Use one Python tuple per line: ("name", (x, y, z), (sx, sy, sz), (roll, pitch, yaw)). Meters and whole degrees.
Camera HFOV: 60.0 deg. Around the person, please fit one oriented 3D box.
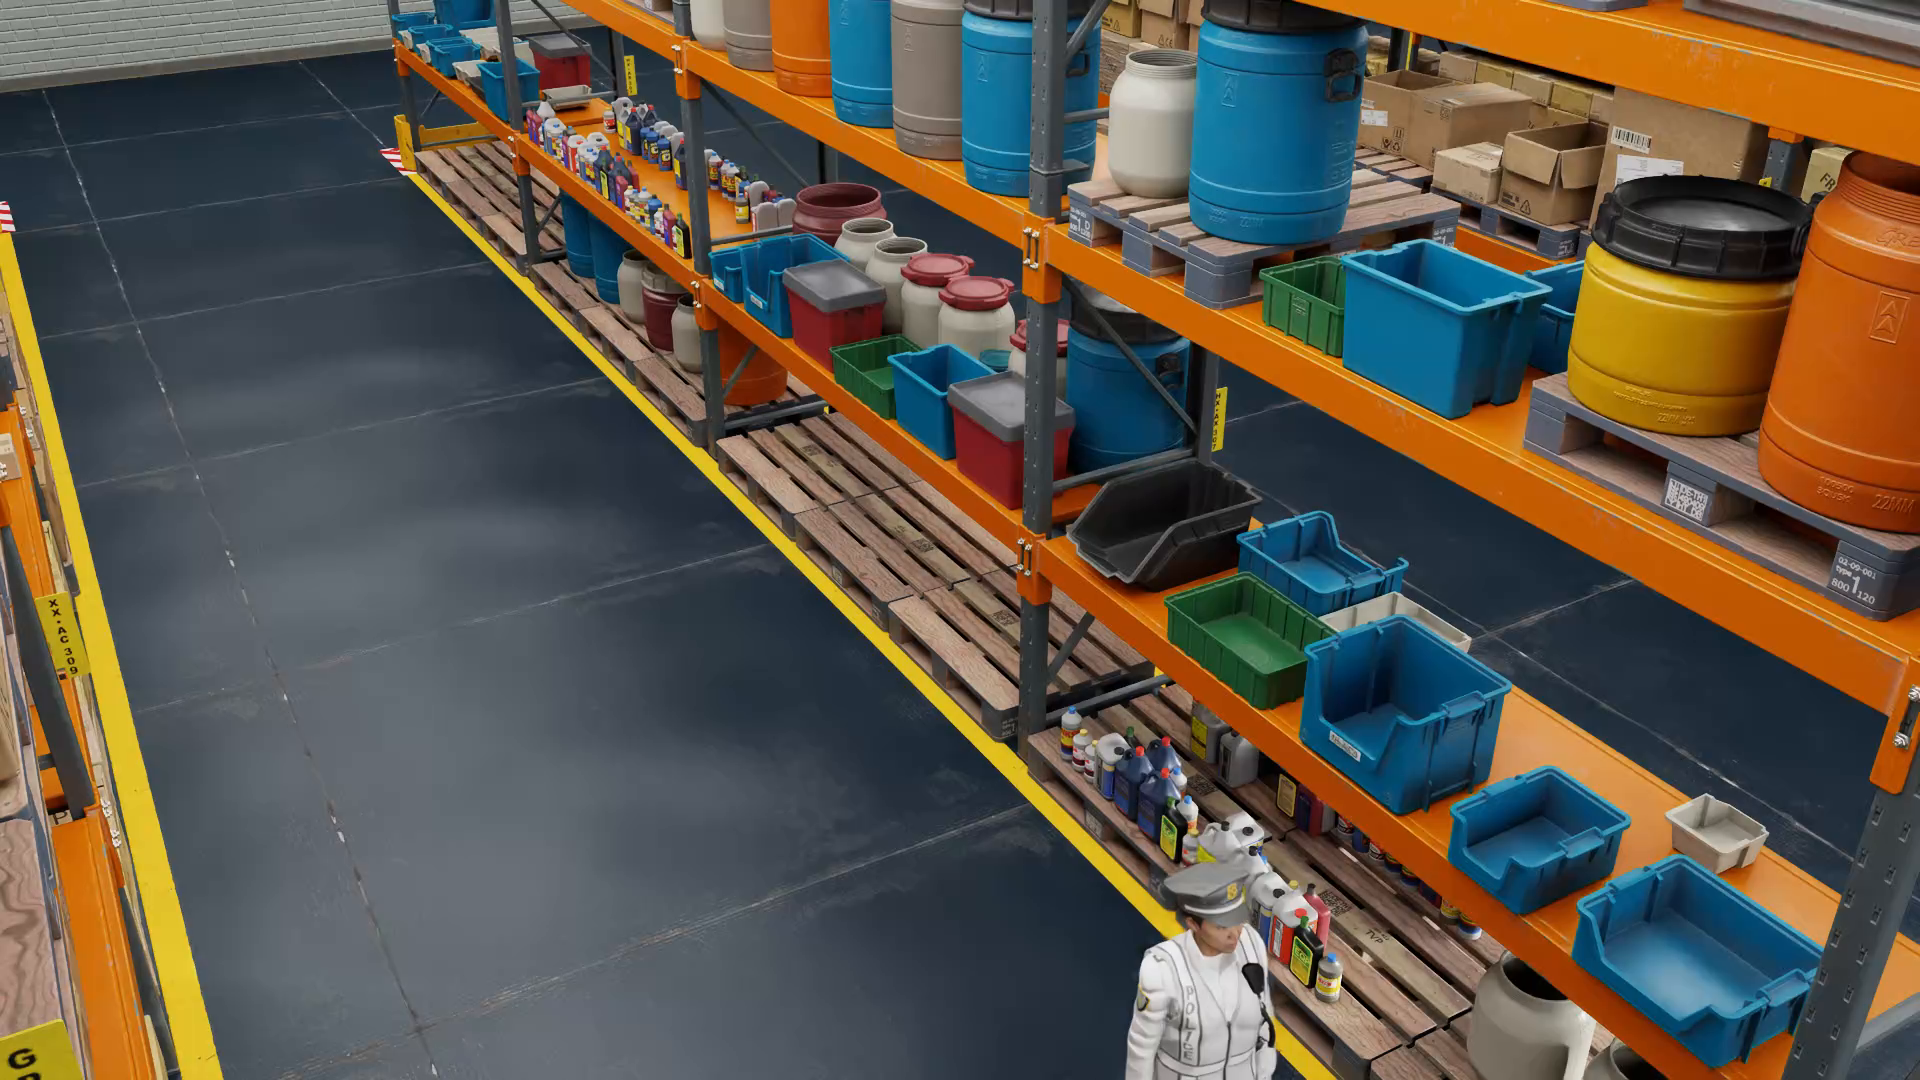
("person", (0.800, 1.761, 5.355), (0.516, 1.695, 0.442), (-13, 32, -22))
